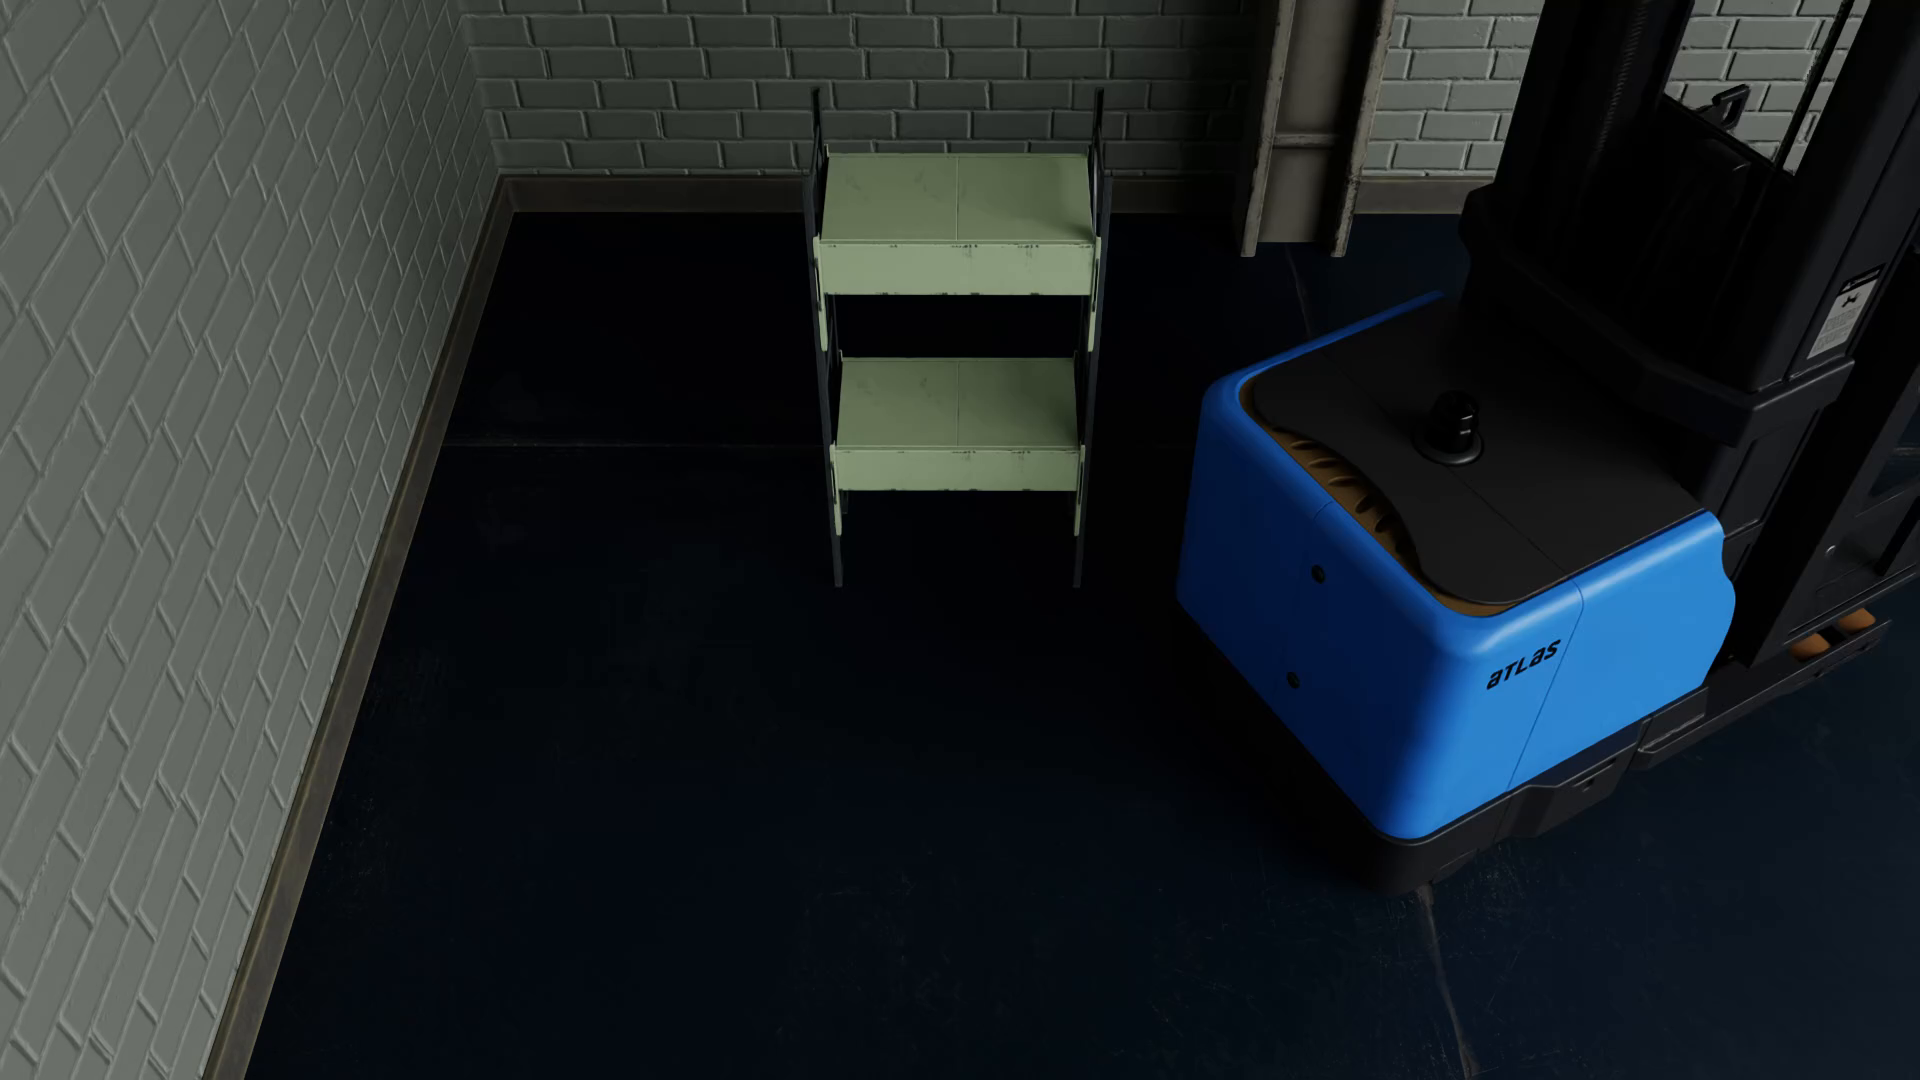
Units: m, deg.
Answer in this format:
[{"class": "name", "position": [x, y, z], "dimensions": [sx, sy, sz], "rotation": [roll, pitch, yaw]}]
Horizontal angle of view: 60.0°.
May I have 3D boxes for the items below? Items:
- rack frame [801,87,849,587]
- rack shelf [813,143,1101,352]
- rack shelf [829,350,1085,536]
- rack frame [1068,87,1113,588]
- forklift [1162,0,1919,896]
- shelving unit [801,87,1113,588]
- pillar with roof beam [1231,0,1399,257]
[{"class": "rack frame", "position": [-0.373, -0.512, 4.702], "dimensions": [0.023, 1.500, 0.400], "rotation": [0, 47, 0]}, {"class": "rack shelf", "position": [-0.007, -0.777, 4.415], "dimensions": [0.720, 0.370, 0.431], "rotation": [0, 47, 0]}, {"class": "rack shelf", "position": [-0.007, -0.289, 4.940], "dimensions": [0.720, 0.370, 0.431], "rotation": [0, 47, 0]}, {"class": "rack frame", "position": [0.359, -0.510, 4.700], "dimensions": [0.023, 1.500, 0.400], "rotation": [0, 47, 0]}, {"class": "forklift", "position": [2.127, -0.885, 4.072], "dimensions": [3.031, 2.935, 1.130], "rotation": [-23, 51, -20]}, {"class": "shelving unit", "position": [-0.007, -0.511, 4.701], "dimensions": [0.755, 1.500, 0.431], "rotation": [0, 47, 0]}, {"class": "pillar with roof beam", "position": [1.231, -1.091, 0.117], "dimensions": [0.400, 9.000, 9.100], "rotation": [0, 47, 0]}]
